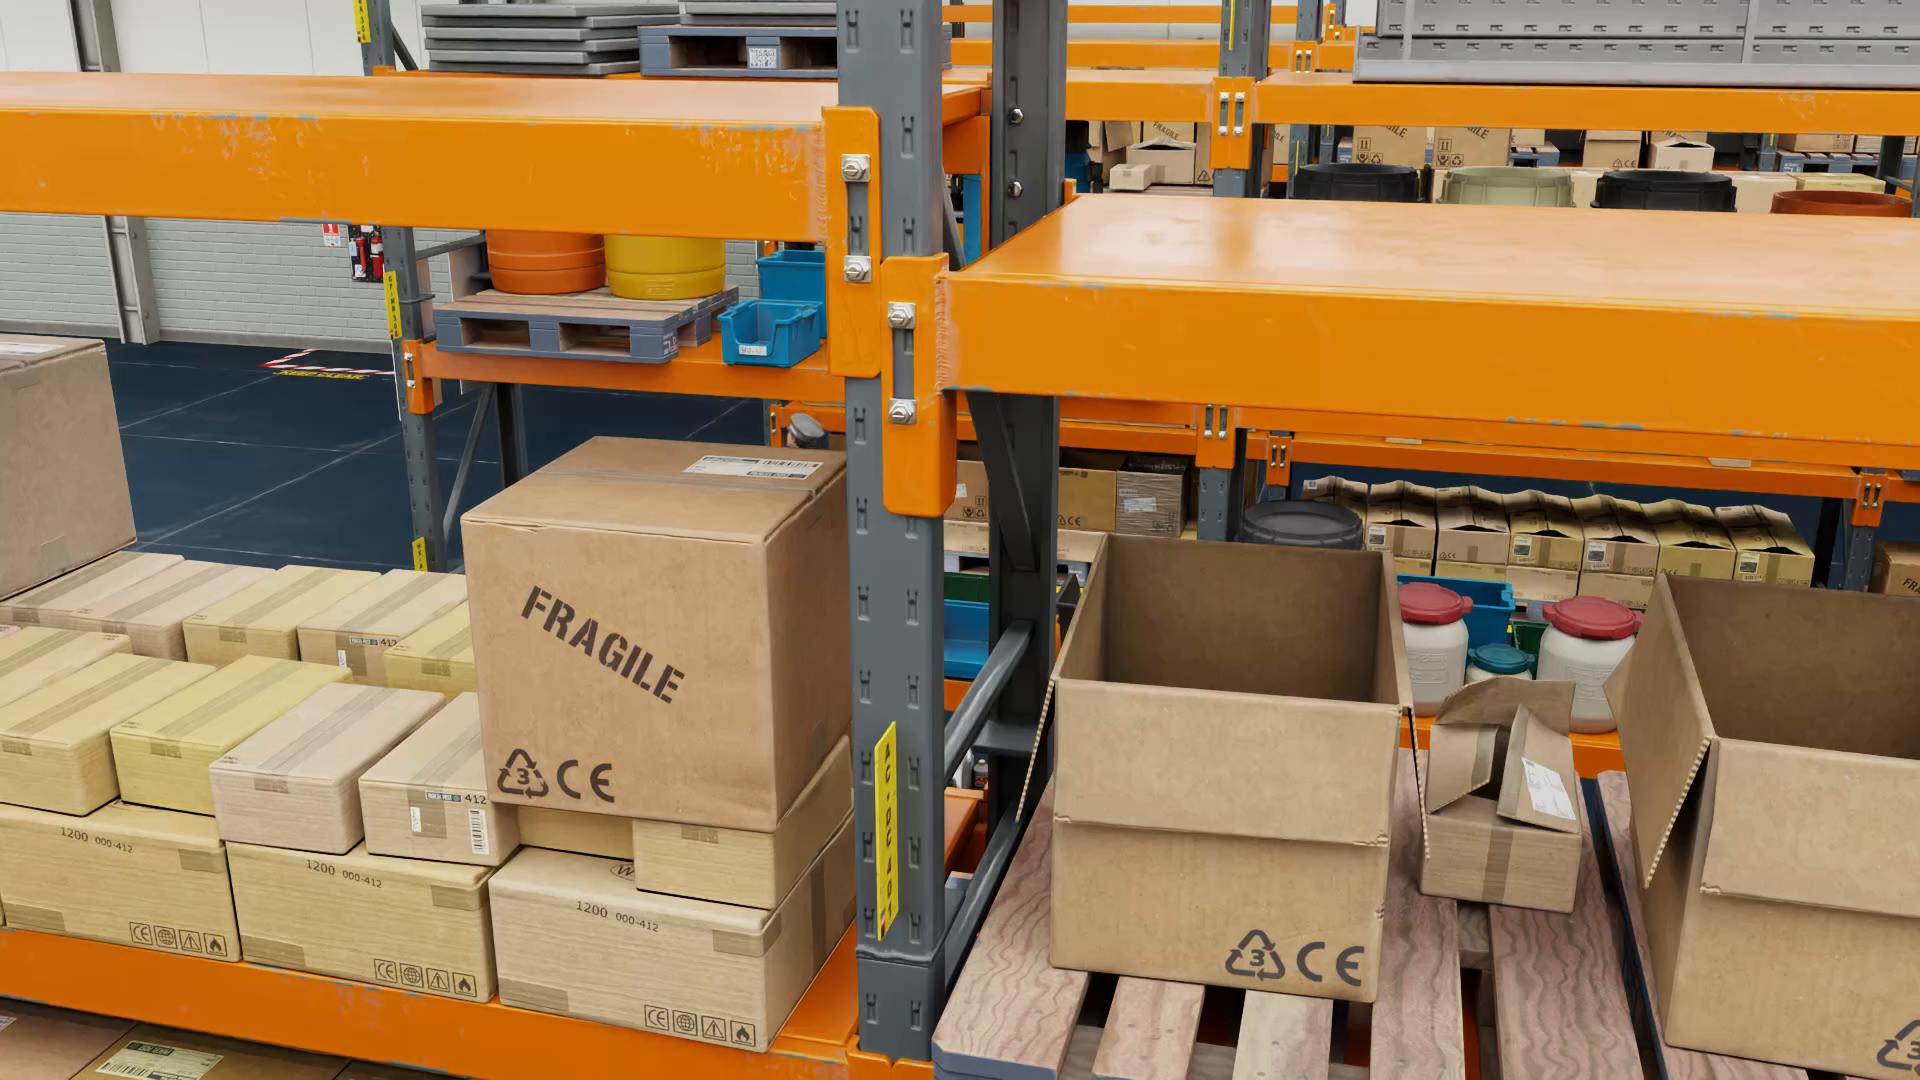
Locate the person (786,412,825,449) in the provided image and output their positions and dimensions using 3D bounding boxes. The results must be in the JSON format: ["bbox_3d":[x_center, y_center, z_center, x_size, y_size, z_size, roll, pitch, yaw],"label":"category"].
[{"bbox_3d":[-1.223,-0.089,11.850,0.520,1.660,0.739,6,19,19],"label":"person"}]
